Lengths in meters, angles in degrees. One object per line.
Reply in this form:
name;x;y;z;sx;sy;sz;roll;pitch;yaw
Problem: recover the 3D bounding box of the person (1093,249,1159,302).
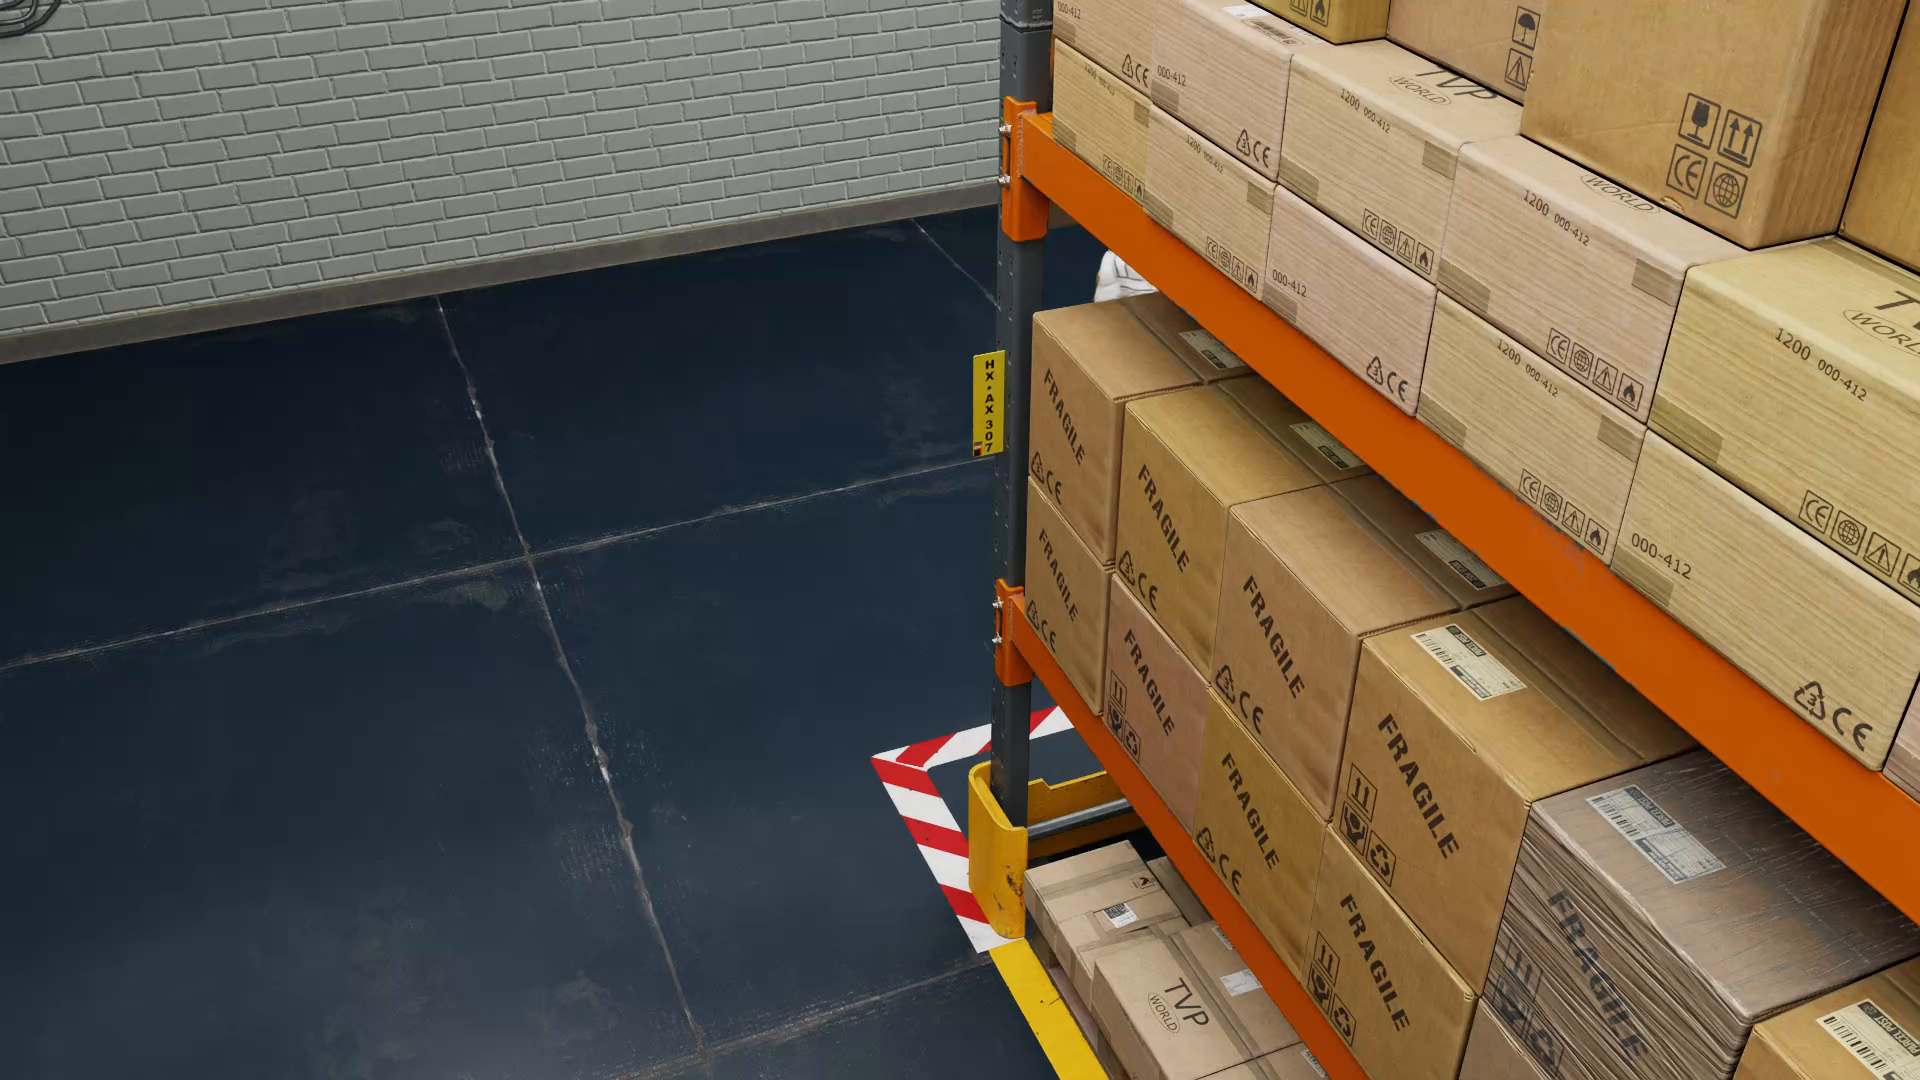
person;0.818;-0.781;7.350;0.486;1.599;1.075;-4;34;-5
